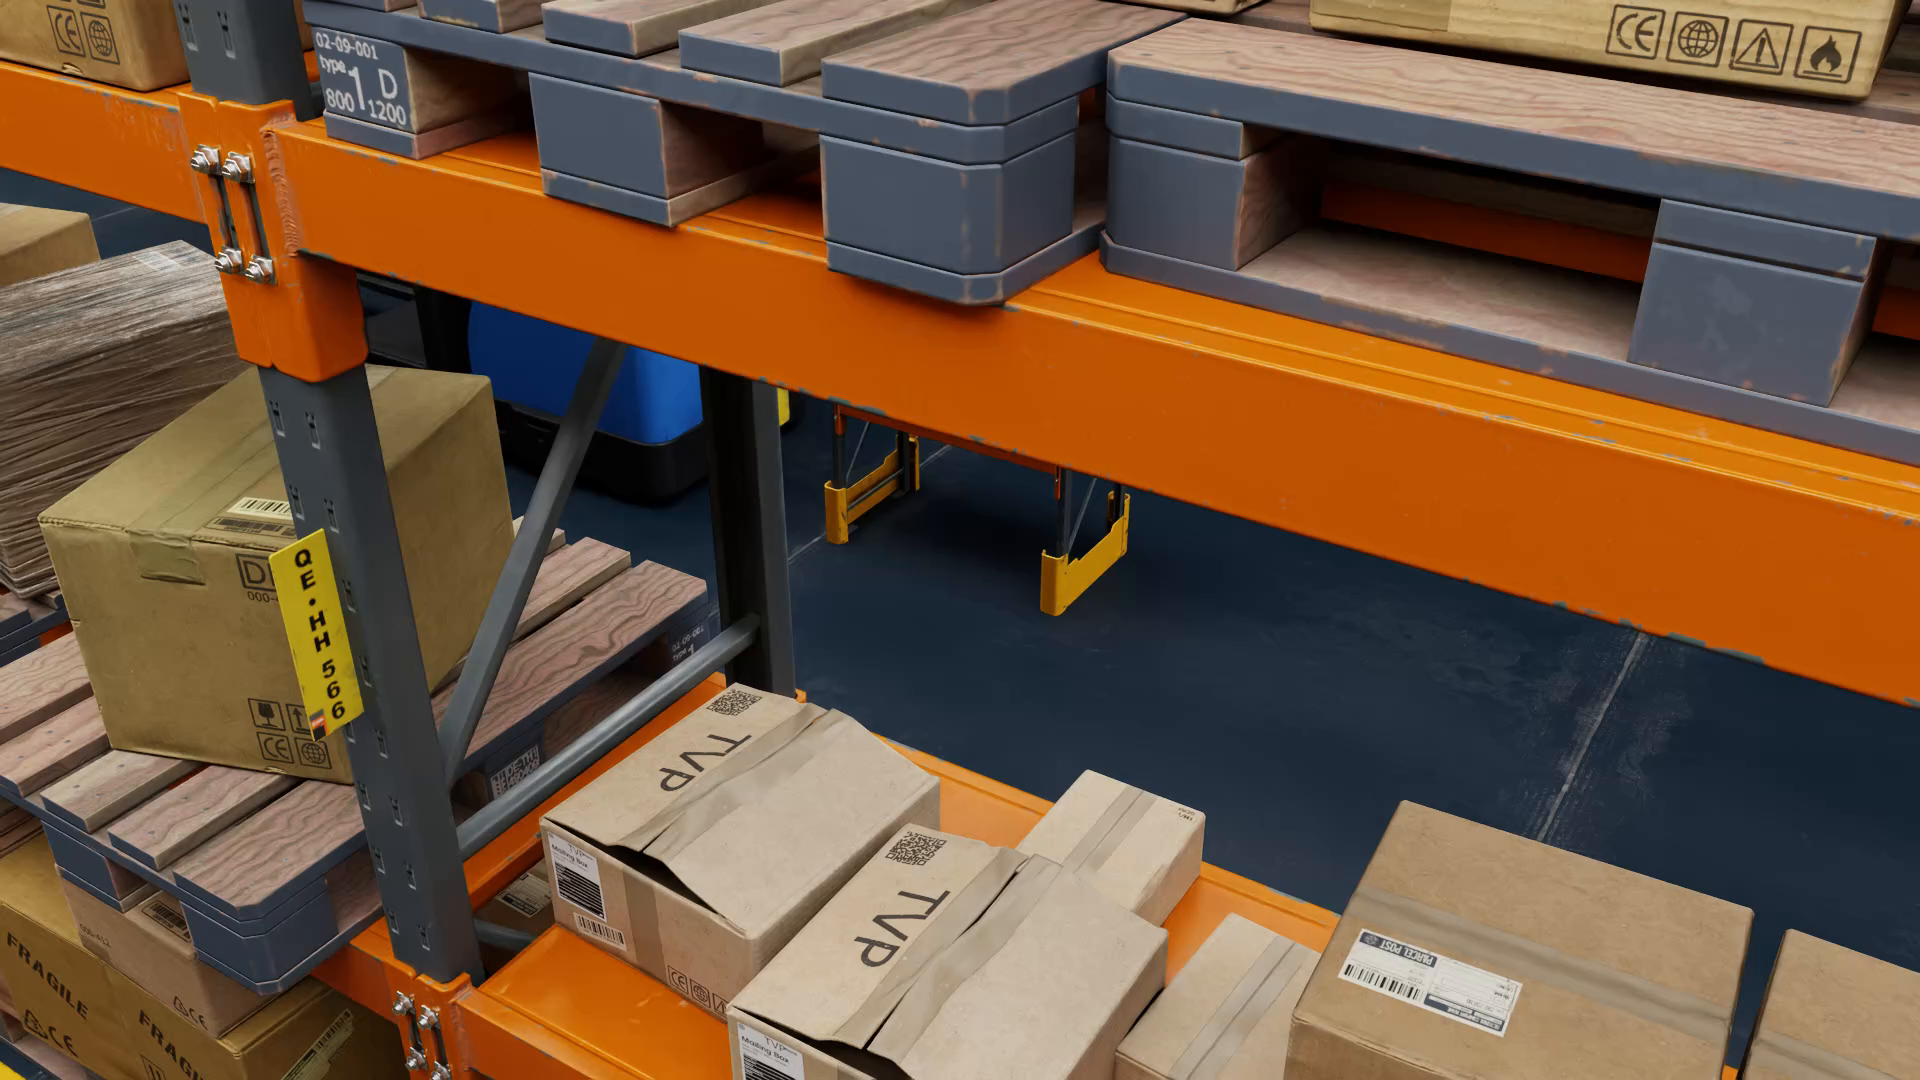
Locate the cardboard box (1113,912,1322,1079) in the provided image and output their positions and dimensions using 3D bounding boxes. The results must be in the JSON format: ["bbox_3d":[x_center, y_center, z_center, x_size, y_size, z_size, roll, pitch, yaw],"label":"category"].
[{"bbox_3d":[0.445,0.801,2.650,0.250,0.149,0.380,20,36,31],"label":"cardboard box"}]

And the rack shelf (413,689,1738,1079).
[{"bbox_3d":[1.029,1.221,2.394,4.000,0.370,1.077,18,35,27],"label":"rack shelf"}]

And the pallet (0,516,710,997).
[{"bbox_3d":[-1.276,0.306,3.439,1.003,0.211,1.213,18,35,27],"label":"pallet"}]

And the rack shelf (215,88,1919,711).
[{"bbox_3d":[1.029,-0.074,1.638,4.000,0.370,1.077,18,35,27],"label":"rack shelf"}]

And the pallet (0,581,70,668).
[{"bbox_3d":[-2.314,-0.061,4.069,1.213,0.211,1.003,18,35,27],"label":"pallet"}]

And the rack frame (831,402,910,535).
[{"bbox_3d":[-0.358,-0.761,6.566,0.032,1.500,0.500,18,35,27],"label":"rack frame"}]

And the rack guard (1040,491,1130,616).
[{"bbox_3d":[0.486,0.046,6.423,0.087,0.250,0.587,18,35,27],"label":"rack guard"}]

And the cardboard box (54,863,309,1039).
[{"bbox_3d":[-1.632,0.777,3.741,0.500,0.250,0.500,19,35,29],"label":"cardboard box"}]

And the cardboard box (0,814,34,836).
[{"bbox_3d":[-2.500,0.505,4.208,0.500,0.250,0.500,17,34,26],"label":"cardboard box"}]

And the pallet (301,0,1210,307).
[{"bbox_3d":[-0.043,-0.696,2.176,1.003,0.211,1.213,19,35,30],"label":"pallet"}]

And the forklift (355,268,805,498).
[{"bbox_3d":[-2.231,-1.992,7.256,3.031,2.935,1.130,18,35,27],"label":"forklift"}]

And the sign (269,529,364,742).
[{"bbox_3d":[-0.945,0.143,2.458,0.005,0.325,0.100,18,35,27],"label":"sign"}]

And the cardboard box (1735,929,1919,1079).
[{"bbox_3d":[1.211,0.915,2.105,0.500,0.500,0.500,18,35,27],"label":"cardboard box"}]

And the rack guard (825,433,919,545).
[{"bbox_3d":[-0.357,-0.221,6.881,0.087,0.250,0.587,18,35,27],"label":"rack guard"}]

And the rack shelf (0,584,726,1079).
[{"bbox_3d":[-2.359,0.150,4.230,4.000,0.370,1.077,18,35,27],"label":"rack shelf"}]

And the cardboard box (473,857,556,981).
[{"bbox_3d":[-0.898,1.021,4.068,0.500,0.500,0.500,19,35,29],"label":"cardboard box"}]

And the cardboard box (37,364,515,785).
[{"bbox_3d":[-1.258,0.030,3.207,0.500,0.500,0.700,6,31,11],"label":"cardboard box"}]

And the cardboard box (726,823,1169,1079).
[{"bbox_3d":[-0.010,0.736,2.601,0.500,0.311,0.500,17,34,27],"label":"cardboard box"}]

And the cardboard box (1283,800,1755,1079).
[{"bbox_3d":[0.765,0.774,2.347,0.500,0.500,0.500,16,34,25],"label":"cardboard box"}]

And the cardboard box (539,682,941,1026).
[{"bbox_3d":[-0.380,0.529,2.954,0.500,0.311,0.500,20,36,30],"label":"cardboard box"}]

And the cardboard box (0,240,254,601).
[{"bbox_3d":[-1.931,-0.297,3.766,0.500,0.500,0.700,25,39,36],"label":"cardboard box"}]

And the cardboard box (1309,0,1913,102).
[{"bbox_3d":[0.681,-0.649,1.641,0.500,0.250,0.500,17,34,26],"label":"cardboard box"}]

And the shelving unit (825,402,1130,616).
[{"bbox_3d":[0.065,-0.627,6.337,1.083,1.500,0.587,18,35,27],"label":"shelving unit"}]

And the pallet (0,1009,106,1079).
[{"bbox_3d":[-2.306,1.036,4.765,1.213,0.211,1.003,18,35,27],"label":"pallet"}]

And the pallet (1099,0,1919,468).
[{"bbox_3d":[0.906,-0.397,1.665,1.213,0.211,1.003,19,35,30],"label":"pallet"}]

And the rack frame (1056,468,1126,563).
[{"bbox_3d":[0.503,-0.489,6.099,0.032,1.500,0.500,18,35,27],"label":"rack frame"}]

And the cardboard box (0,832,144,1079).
[{"bbox_3d":[-2.020,0.975,4.145,0.500,0.500,0.500,16,34,26],"label":"cardboard box"}]

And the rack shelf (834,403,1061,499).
[{"bbox_3d":[0.072,-0.470,6.424,1.000,0.185,0.538,18,35,27],"label":"rack shelf"}]

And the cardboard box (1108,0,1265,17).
[{"bbox_3d":[0.203,-0.807,1.912,0.500,0.250,0.500,19,35,29],"label":"cardboard box"}]

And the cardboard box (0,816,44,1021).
[{"bbox_3d":[-2.468,0.837,4.382,0.500,0.500,0.500,16,34,26],"label":"cardboard box"}]

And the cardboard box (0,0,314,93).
[{"bbox_3d":[-1.052,-1.067,2.525,0.500,0.500,0.910,18,35,27],"label":"cardboard box"}]

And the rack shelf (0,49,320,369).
[{"bbox_3d":[-2.359,-1.146,3.475,4.000,0.370,1.077,18,35,27],"label":"rack shelf"}]

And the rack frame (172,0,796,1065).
[{"bbox_3d":[-0.667,0.376,3.128,0.053,2.616,0.949,18,35,27],"label":"rack frame"}]

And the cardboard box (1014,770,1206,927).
[{"bbox_3d":[0.244,0.606,2.983,0.250,0.149,0.380,18,35,27],"label":"cardboard box"}]

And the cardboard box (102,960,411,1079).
[{"bbox_3d":[-1.582,1.114,3.908,0.500,0.500,0.500,19,35,29],"label":"cardboard box"}]

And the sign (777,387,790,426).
[{"bbox_3d":[-0.373,-0.363,3.247,0.005,0.325,0.100,18,35,27],"label":"sign"}]

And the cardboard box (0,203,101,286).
[{"bbox_3d":[-2.524,-0.474,4.070,0.500,0.500,0.700,9,31,15],"label":"cardboard box"}]
